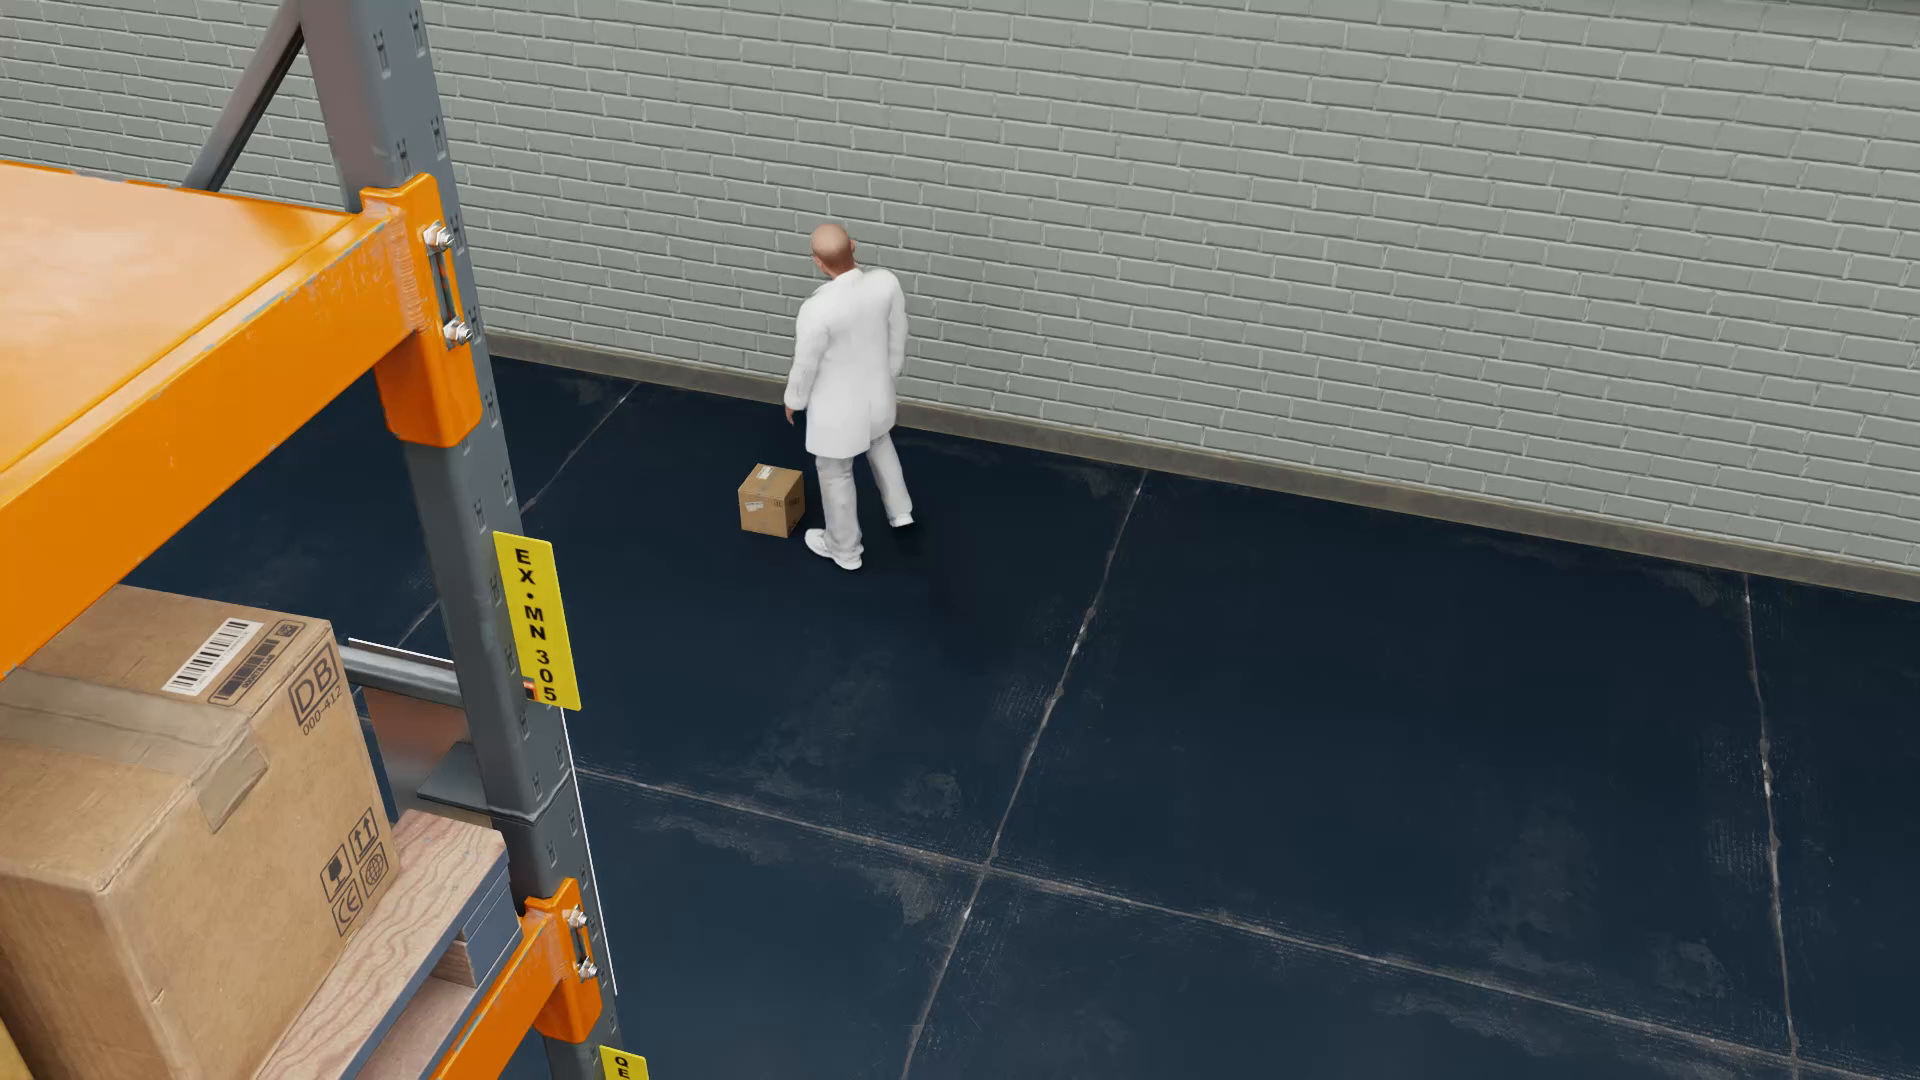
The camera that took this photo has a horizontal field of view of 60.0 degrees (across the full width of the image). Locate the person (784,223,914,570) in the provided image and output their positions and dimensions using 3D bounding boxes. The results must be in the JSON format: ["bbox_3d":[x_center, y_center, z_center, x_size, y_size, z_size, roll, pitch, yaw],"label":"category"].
[{"bbox_3d":[-0.502,-0.677,7.832,0.690,1.818,0.405,-28,45,-32],"label":"person"}]
